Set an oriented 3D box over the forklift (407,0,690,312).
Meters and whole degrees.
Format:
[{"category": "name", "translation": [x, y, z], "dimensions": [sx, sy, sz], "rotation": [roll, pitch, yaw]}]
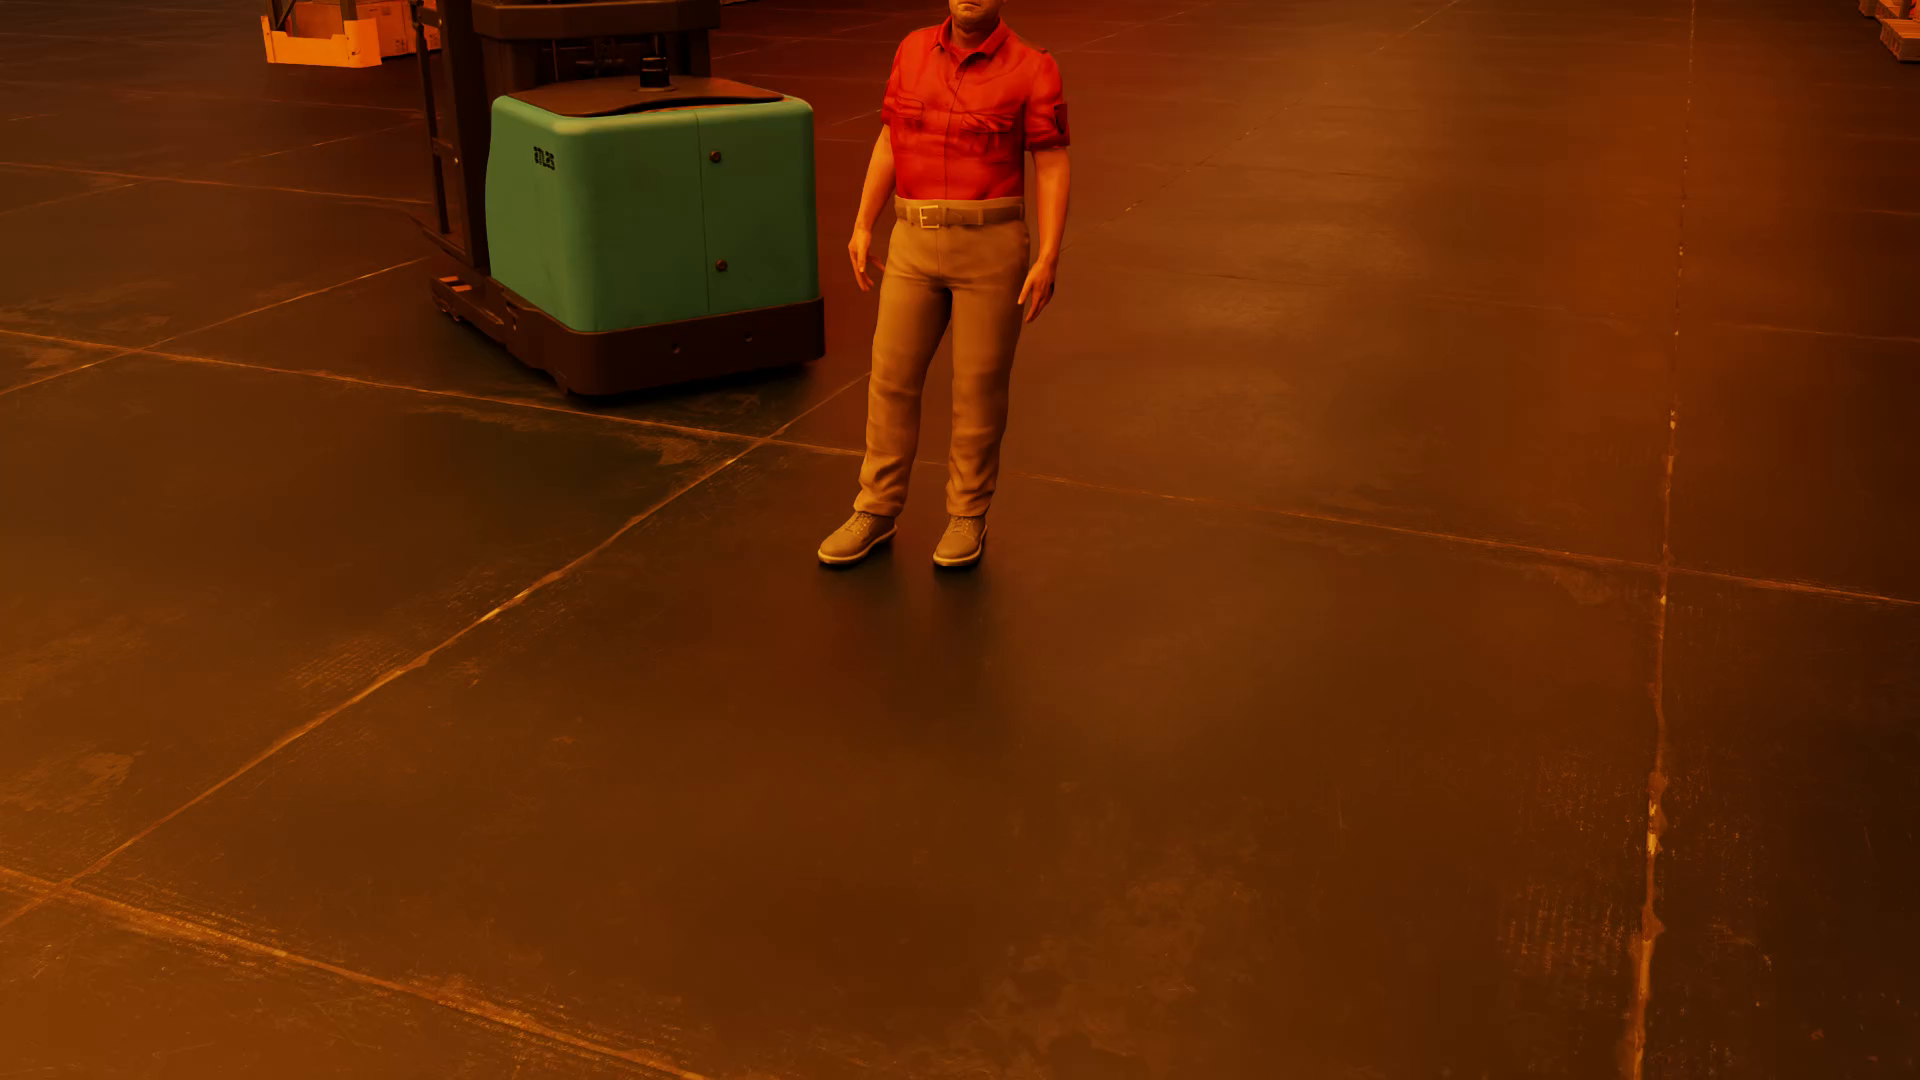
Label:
[{"category": "forklift", "translation": [-1.794, -2.402, 7.121], "dimensions": [1.101, 2.867, 2.884], "rotation": [-14, 26, -29]}]
